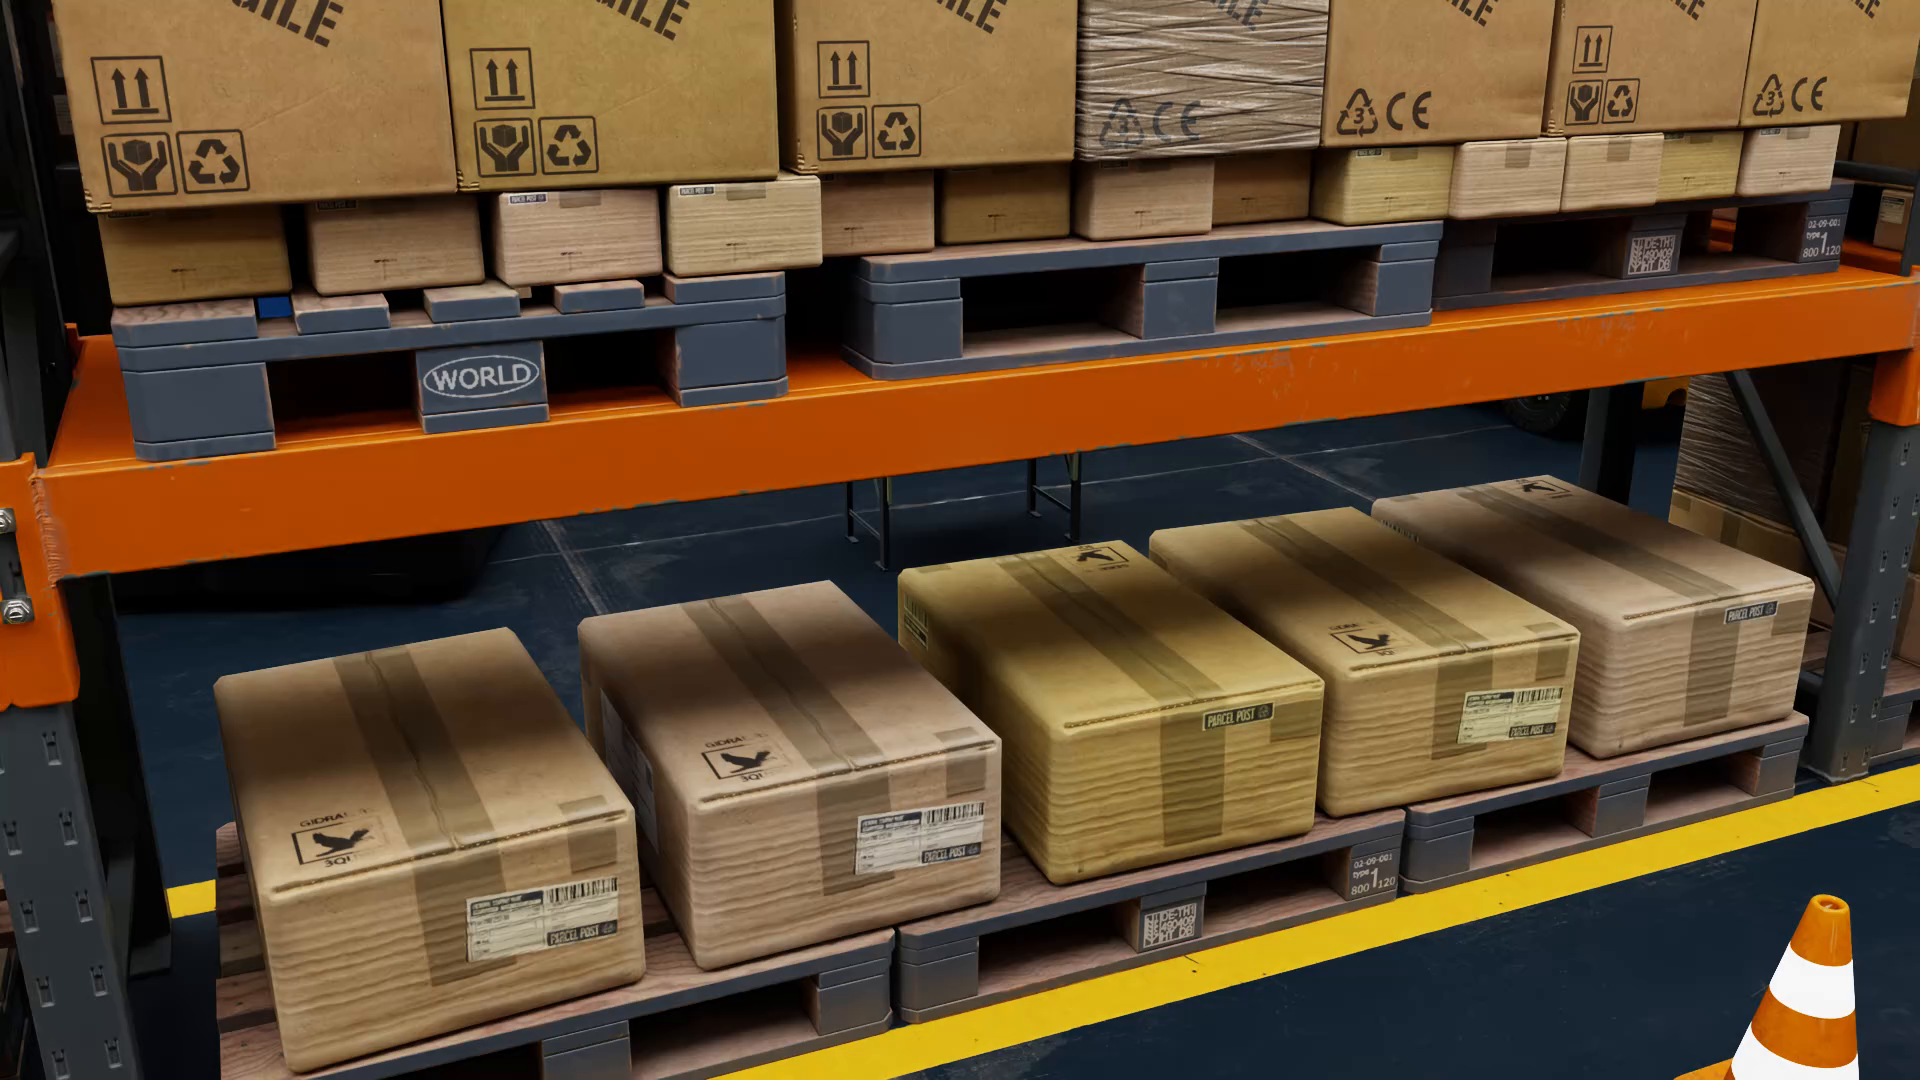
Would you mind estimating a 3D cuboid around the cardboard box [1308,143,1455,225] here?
[{"bbox_3d":[0.777,-0.744,3.366,0.250,0.149,0.380,-8,21,-22],"label":"cardboard box"}]

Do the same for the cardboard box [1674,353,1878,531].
[{"bbox_3d":[2.519,-0.361,4.909,0.500,0.500,0.500,-8,21,-23],"label":"cardboard box"}]

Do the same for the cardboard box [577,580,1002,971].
[{"bbox_3d":[-0.393,0.450,3.551,0.625,0.372,0.950,-9,21,-23],"label":"cardboard box"}]

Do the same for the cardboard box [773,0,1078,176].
[{"bbox_3d":[-0.125,-0.937,2.936,0.500,0.500,0.500,-8,21,-21],"label":"cardboard box"}]

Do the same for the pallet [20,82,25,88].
[{"bbox_3d":[-4.154,-1.732,6.715,1.003,0.211,1.213,-8,21,-22],"label":"pallet"}]

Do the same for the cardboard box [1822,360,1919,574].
[{"bbox_3d":[2.731,-0.197,4.443,0.500,0.500,0.500,-7,21,-19],"label":"cardboard box"}]

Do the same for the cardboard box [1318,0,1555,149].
[{"bbox_3d":[0.818,-1.070,3.313,0.500,0.500,0.500,-7,21,-20],"label":"cardboard box"}]

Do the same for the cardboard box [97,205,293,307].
[{"bbox_3d":[-1.218,-0.486,2.631,0.250,0.149,0.380,-9,22,-25],"label":"cardboard box"}]

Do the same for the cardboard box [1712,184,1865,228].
[{"bbox_3d":[2.257,-0.963,4.619,0.250,0.149,0.380,-8,21,-22],"label":"cardboard box"}]

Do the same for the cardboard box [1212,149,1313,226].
[{"bbox_3d":[0.494,-0.741,3.356,0.250,0.149,0.380,-9,21,-24],"label":"cardboard box"}]

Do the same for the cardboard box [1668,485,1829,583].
[{"bbox_3d":[2.519,-0.007,5.034,0.500,0.250,0.500,-7,21,-19],"label":"cardboard box"}]

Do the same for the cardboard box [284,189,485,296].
[{"bbox_3d":[-0.945,-0.513,2.708,0.250,0.149,0.380,-10,22,-25],"label":"cardboard box"}]

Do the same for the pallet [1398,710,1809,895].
[{"bbox_3d":[1.368,0.472,4.365,1.213,0.211,1.003,-8,21,-22],"label":"pallet"}]

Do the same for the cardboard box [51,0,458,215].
[{"bbox_3d":[-1.085,-0.794,2.531,0.500,0.500,0.500,-9,21,-23],"label":"cardboard box"}]

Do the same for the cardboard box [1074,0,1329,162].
[{"bbox_3d":[0.337,-1.000,3.116,0.500,0.500,0.500,-9,21,-24],"label":"cardboard box"}]

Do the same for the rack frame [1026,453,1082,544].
[{"bbox_3d":[0.342,-0.756,5.912,0.023,1.500,0.400,-8,21,-22],"label":"rack frame"}]

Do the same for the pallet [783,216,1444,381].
[{"bbox_3d":[0.211,-0.603,3.506,1.213,0.211,1.003,-8,21,-22],"label":"pallet"}]

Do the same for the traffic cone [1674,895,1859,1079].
[{"bbox_3d":[1.498,0.840,2.939,0.334,0.463,0.336,-8,21,-22],"label":"traffic cone"}]

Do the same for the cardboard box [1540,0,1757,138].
[{"bbox_3d":[1.294,-1.136,3.500,0.500,0.500,0.500,-8,21,-22],"label":"cardboard box"}]

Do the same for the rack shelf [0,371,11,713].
[{"bbox_3d":[-3.427,0.182,2.071,4.000,0.370,1.077,-8,21,-22],"label":"rack shelf"}]

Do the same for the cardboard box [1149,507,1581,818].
[{"bbox_3d":[0.943,0.260,4.091,0.625,0.372,0.950,-7,21,-19],"label":"cardboard box"}]

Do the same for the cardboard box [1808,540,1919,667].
[{"bbox_3d":[2.731,0.157,4.567,0.500,0.250,0.500,-9,21,-24],"label":"cardboard box"}]

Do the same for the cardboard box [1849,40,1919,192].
[{"bbox_3d":[2.597,-1.107,4.051,0.500,0.500,0.500,-8,21,-22],"label":"cardboard box"}]

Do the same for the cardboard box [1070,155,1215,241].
[{"bbox_3d":[0.285,-0.684,3.193,0.250,0.149,0.380,-7,21,-20],"label":"cardboard box"}]

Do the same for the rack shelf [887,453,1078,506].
[{"bbox_3d":[0.006,-0.401,5.884,0.720,0.370,0.431,-8,21,-22],"label":"rack shelf"}]

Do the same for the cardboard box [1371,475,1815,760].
[{"bbox_3d":[1.602,0.165,4.362,0.625,0.372,0.950,-8,21,-21],"label":"cardboard box"}]

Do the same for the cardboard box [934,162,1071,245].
[{"bbox_3d":[0.019,-0.669,3.152,0.250,0.149,0.380,-7,21,-20],"label":"cardboard box"}]

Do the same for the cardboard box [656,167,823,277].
[{"bbox_3d":[-0.415,-0.565,2.855,0.250,0.149,0.380,-8,21,-22],"label":"cardboard box"}]

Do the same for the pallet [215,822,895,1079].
[{"bbox_3d":[-0.872,0.793,3.453,1.213,0.211,1.003,-8,21,-22],"label":"pallet"}]

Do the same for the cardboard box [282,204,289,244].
[{"bbox_3d":[-1.165,-0.672,3.160,0.250,0.149,0.380,-8,21,-21],"label":"cardboard box"}]

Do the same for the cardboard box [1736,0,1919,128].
[{"bbox_3d":[1.749,-1.201,3.686,0.500,0.500,0.500,-9,21,-23],"label":"cardboard box"}]

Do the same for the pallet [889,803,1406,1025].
[{"bbox_3d":[0.246,0.633,3.905,1.213,0.211,1.003,-8,21,-22],"label":"pallet"}]

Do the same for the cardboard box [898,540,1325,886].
[{"bbox_3d":[0.305,0.352,3.829,0.625,0.372,0.950,-7,21,-20],"label":"cardboard box"}]

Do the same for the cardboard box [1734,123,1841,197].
[{"bbox_3d":[1.719,-0.874,3.734,0.250,0.149,0.380,-8,21,-21],"label":"cardboard box"}]

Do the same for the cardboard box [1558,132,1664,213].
[{"bbox_3d":[1.248,-0.800,3.524,0.250,0.149,0.380,-9,21,-23],"label":"cardboard box"}]

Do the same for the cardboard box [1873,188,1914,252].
[{"bbox_3d":[2.499,-0.772,4.075,0.250,0.149,0.380,-8,21,-22],"label":"cardboard box"}]

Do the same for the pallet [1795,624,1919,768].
[{"bbox_3d":[2.685,0.270,4.938,1.213,0.211,1.003,-8,21,-22],"label":"pallet"}]

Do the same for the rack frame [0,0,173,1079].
[{"bbox_3d":[-1.590,-0.420,2.699,0.127,3.000,1.000,-8,21,-22],"label":"rack frame"}]

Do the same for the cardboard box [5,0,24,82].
[{"bbox_3d":[-4.094,-2.159,6.853,0.500,0.500,0.500,-7,21,-19],"label":"cardboard box"}]

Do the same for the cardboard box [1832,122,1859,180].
[{"bbox_3d":[2.392,-1.268,4.509,0.500,0.500,0.500,-9,21,-23],"label":"cardboard box"}]

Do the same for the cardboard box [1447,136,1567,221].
[{"bbox_3d":[1.015,-0.765,3.425,0.250,0.149,0.380,-8,21,-21],"label":"cardboard box"}]

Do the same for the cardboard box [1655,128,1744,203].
[{"bbox_3d":[1.470,-0.845,3.651,0.250,0.149,0.380,-9,21,-24],"label":"cardboard box"}]

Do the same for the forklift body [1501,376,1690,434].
[{"bbox_3d":[2.767,-1.780,7.838,1.214,2.155,2.313,-8,21,-22],"label":"forklift body"}]

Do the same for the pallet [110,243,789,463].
[{"bbox_3d":[-0.978,-0.456,3.089,1.003,0.211,1.213,-8,21,-22],"label":"pallet"}]

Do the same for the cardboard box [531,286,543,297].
[{"bbox_3d":[-1.767,-1.266,8.045,0.625,0.625,0.875,-9,21,-24],"label":"cardboard box"}]

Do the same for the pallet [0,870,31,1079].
[{"bbox_3d":[-2.344,0.976,2.933,1.213,0.211,1.003,-8,21,-22],"label":"pallet"}]

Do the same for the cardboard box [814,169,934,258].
[{"bbox_3d":[-0.225,-0.620,3.013,0.250,0.149,0.380,-7,21,-19],"label":"cardboard box"}]

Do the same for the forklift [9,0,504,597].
[{"bbox_3d":[-3.140,-1.314,5.341,3.031,2.935,1.130,-1,19,-4],"label":"forklift"}]

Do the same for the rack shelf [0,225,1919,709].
[{"bbox_3d":[0.246,-0.344,3.566,4.000,0.370,1.077,-8,21,-22],"label":"rack shelf"}]

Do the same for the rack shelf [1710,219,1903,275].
[{"bbox_3d":[3.919,-0.870,5.060,4.000,0.370,1.077,-8,21,-22],"label":"rack shelf"}]

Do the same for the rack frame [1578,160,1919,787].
[{"bbox_3d":[2.082,-0.946,4.194,0.127,3.000,1.000,-8,21,-22],"label":"rack frame"}]

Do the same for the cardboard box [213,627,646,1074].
[{"bbox_3d":[-1.068,0.550,3.268,0.625,0.372,0.950,-10,22,-26],"label":"cardboard box"}]

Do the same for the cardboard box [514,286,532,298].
[{"bbox_3d":[-2.385,-1.178,7.793,0.625,0.625,0.875,-7,21,-20],"label":"cardboard box"}]

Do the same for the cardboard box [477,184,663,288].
[{"bbox_3d":[-0.676,-0.535,2.770,0.250,0.149,0.380,-10,22,-25],"label":"cardboard box"}]

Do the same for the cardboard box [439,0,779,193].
[{"bbox_3d":[-0.610,-0.865,2.732,0.500,0.500,0.500,-7,21,-19],"label":"cardboard box"}]

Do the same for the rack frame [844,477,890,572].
[{"bbox_3d":[-0.330,-0.660,5.639,0.023,1.500,0.400,-8,21,-22],"label":"rack frame"}]

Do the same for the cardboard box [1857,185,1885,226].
[{"bbox_3d":[2.483,-0.998,4.719,0.250,0.149,0.380,-8,21,-21],"label":"cardboard box"}]

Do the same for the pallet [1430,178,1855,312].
[{"bbox_3d":[1.323,-0.800,4.066,1.213,0.211,1.003,-8,21,-22],"label":"pallet"}]

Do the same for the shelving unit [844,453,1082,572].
[{"bbox_3d":[0.006,-0.708,5.775,0.755,1.500,0.431,-8,21,-22],"label":"shelving unit"}]
